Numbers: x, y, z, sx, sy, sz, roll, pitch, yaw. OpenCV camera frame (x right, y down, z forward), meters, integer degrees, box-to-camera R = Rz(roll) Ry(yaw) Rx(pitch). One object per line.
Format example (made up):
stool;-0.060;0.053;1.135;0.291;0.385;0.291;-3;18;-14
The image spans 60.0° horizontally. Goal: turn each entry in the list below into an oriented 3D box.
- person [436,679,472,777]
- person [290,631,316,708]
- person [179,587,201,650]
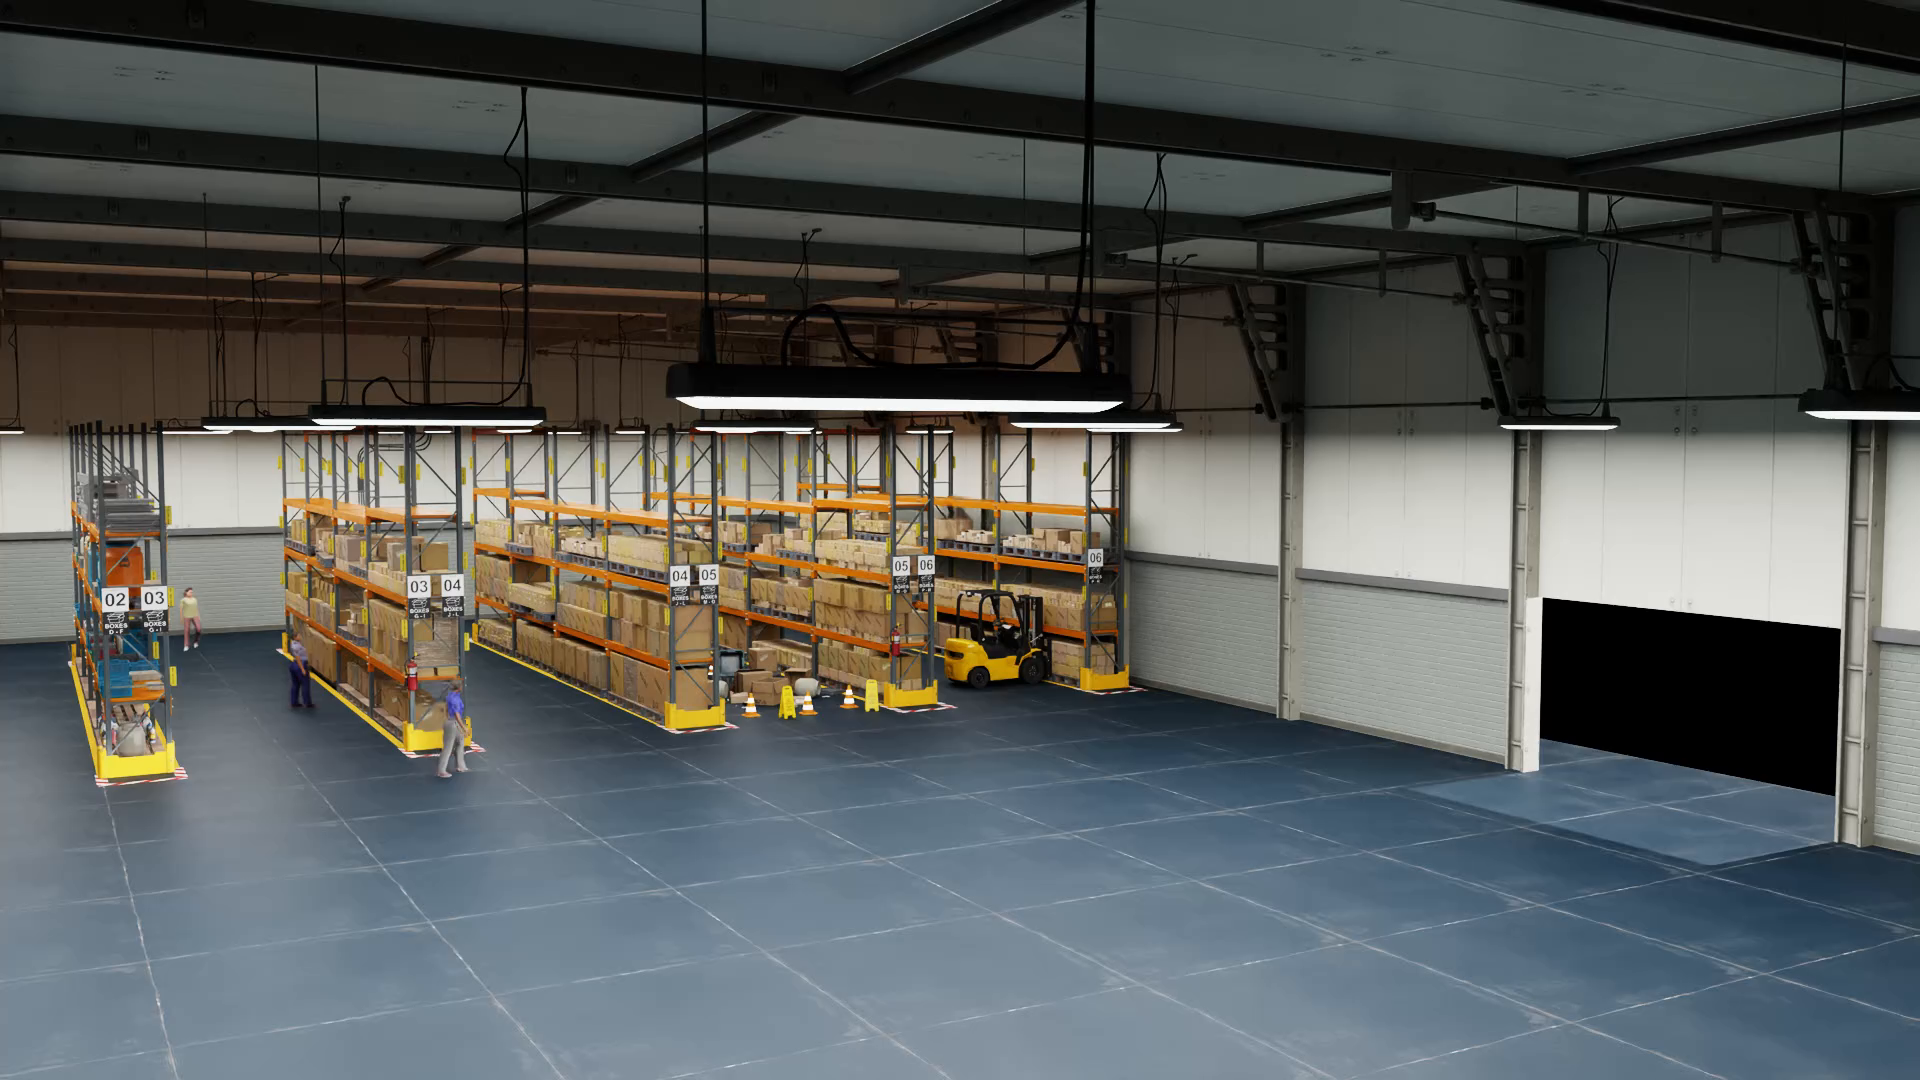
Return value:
person;-8.572;3.190;28.173;0.576;1.655;0.603;-1;4;-12
person;-13.909;2.733;35.139;0.450;1.625;0.555;-3;5;-43
person;-20.788;2.115;44.909;0.520;1.683;0.495;-3;4;-38
